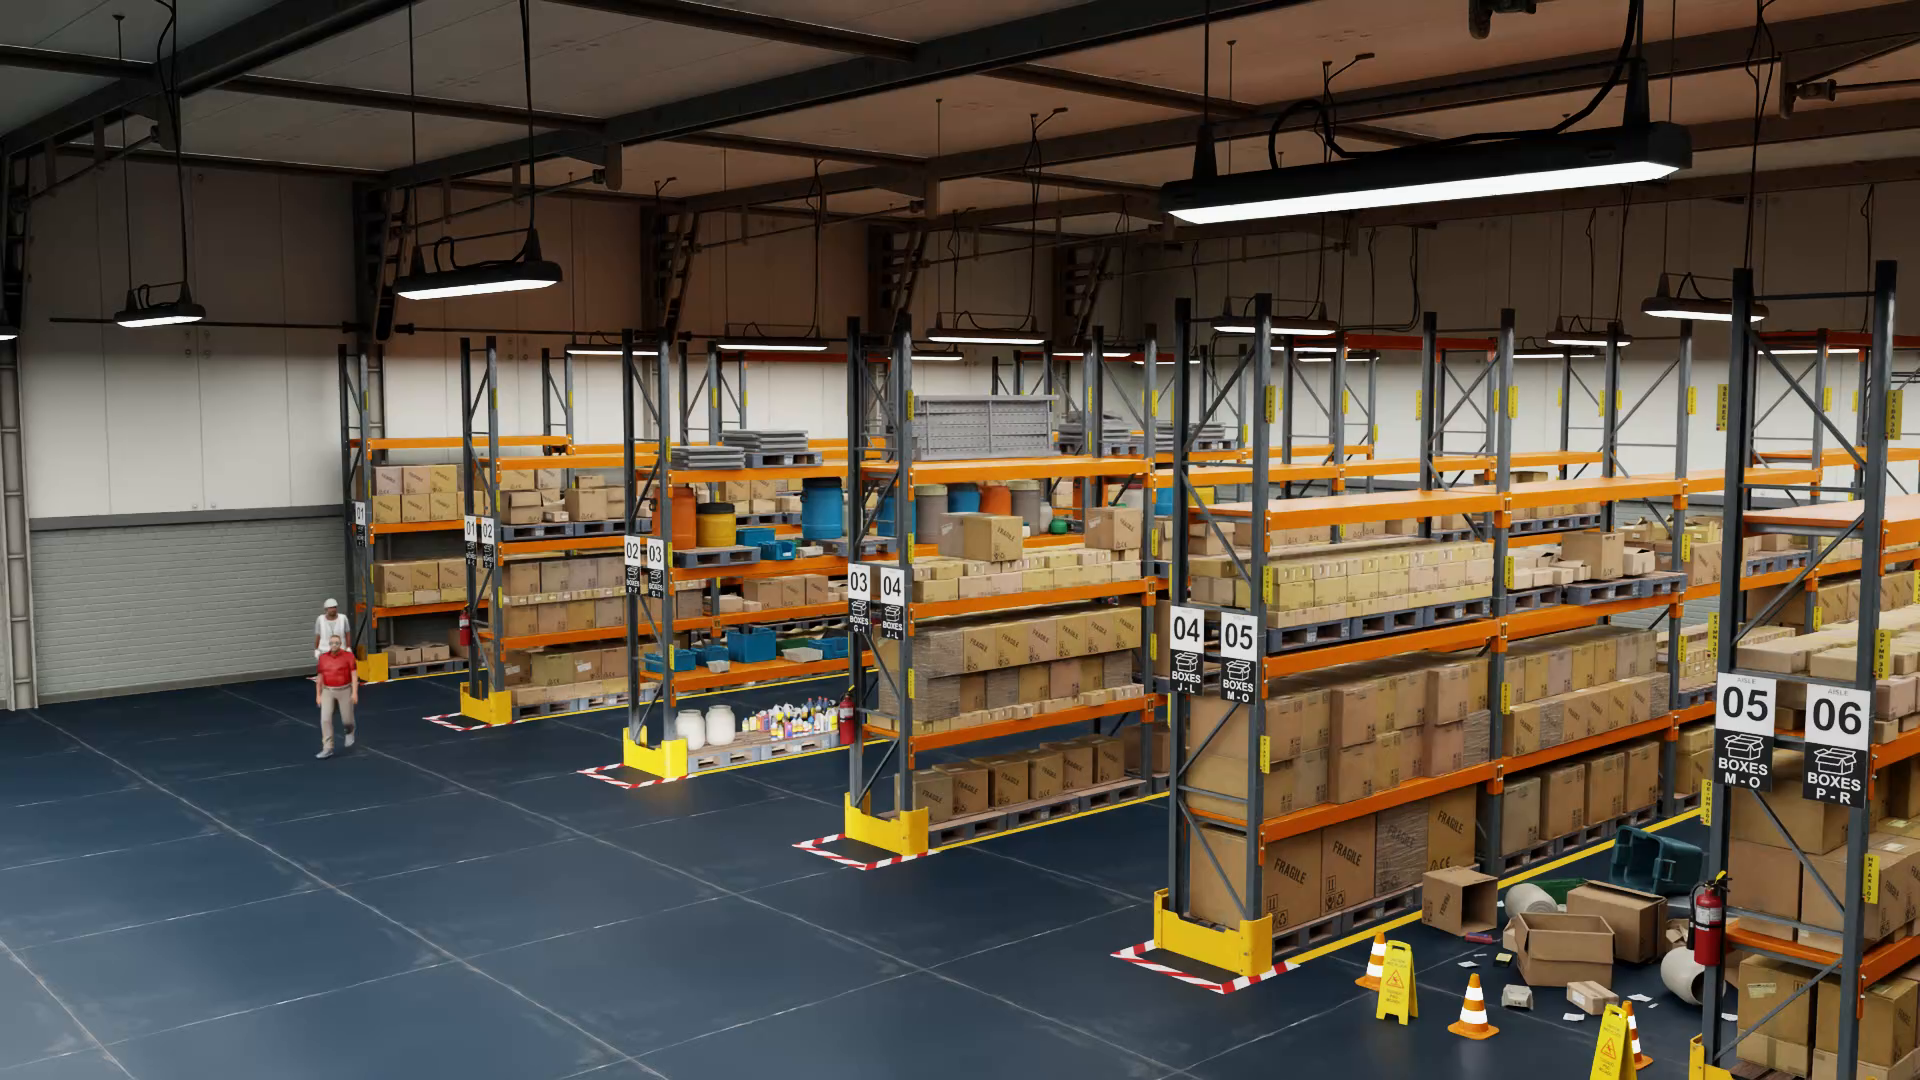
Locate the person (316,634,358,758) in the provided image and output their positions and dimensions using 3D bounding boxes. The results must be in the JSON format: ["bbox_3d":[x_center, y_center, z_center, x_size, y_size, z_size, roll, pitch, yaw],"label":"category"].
[{"bbox_3d":[-8.861,2.185,23.646,0.605,1.698,0.823,0,5,-5],"label":"person"}]

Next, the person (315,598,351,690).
[{"bbox_3d":[-10.451,1.822,27.720,0.572,1.735,1.101,-1,5,-15],"label":"person"}]
